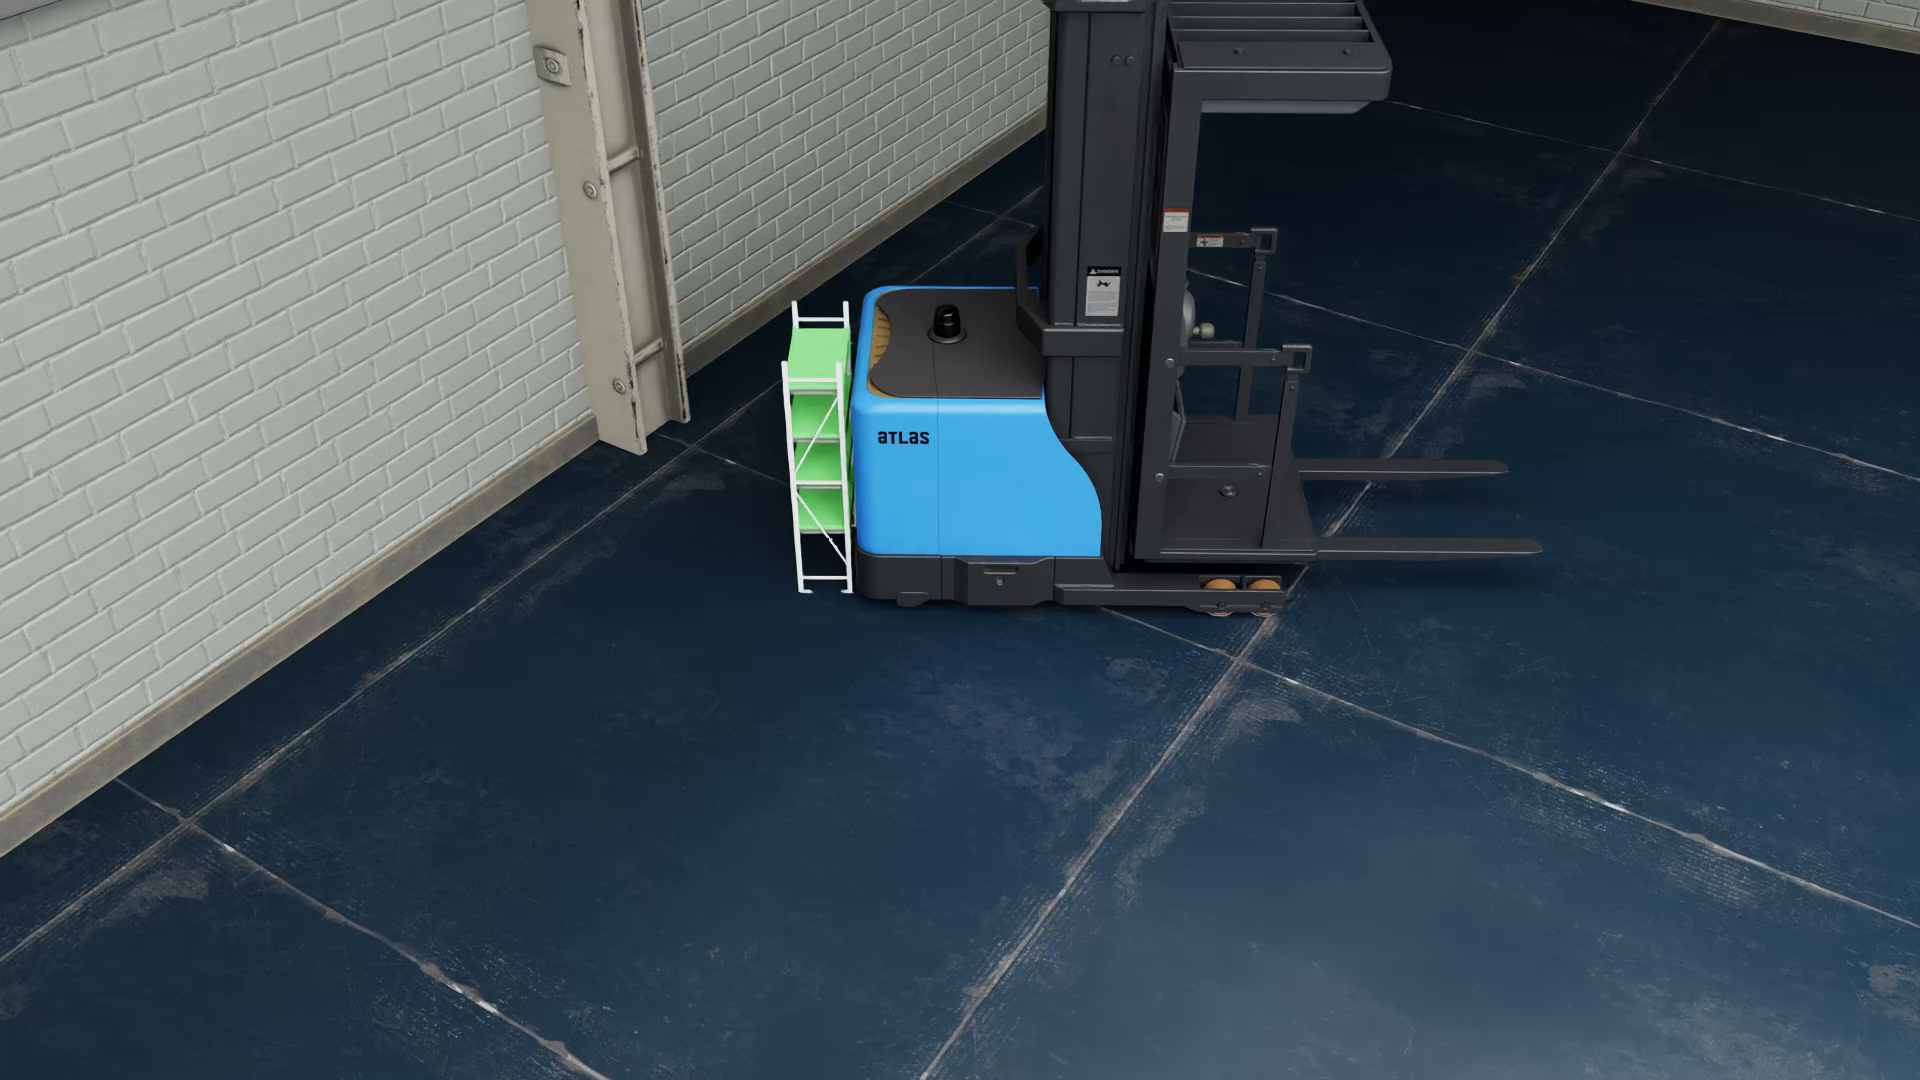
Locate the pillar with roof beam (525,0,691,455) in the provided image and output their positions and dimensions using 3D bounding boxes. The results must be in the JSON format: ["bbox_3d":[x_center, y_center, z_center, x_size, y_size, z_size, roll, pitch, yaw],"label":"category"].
[{"bbox_3d":[2.018,-2.729,3.919,9.100,9.000,0.400,21,42,25],"label":"pillar with roof beam"}]

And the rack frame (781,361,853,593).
[{"bbox_3d":[-0.600,-0.242,7.082,0.240,1.200,0.015,0,38,0],"label":"rack frame"}]

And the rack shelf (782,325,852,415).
[{"bbox_3d":[-0.599,-0.721,7.021,0.258,0.148,0.480,0,38,0],"label":"rack shelf"}]

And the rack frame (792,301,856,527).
[{"bbox_3d":[-0.598,-0.540,7.468,0.240,1.200,0.015,0,38,0],"label":"rack frame"}]

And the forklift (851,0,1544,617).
[{"bbox_3d":[1.062,-1.152,6.843,3.031,2.935,1.130,0,38,1],"label":"forklift"}]

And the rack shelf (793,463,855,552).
[{"bbox_3d":[-0.599,-0.151,7.461,0.258,0.148,0.480,0,38,0],"label":"rack shelf"}]

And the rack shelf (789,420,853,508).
[{"bbox_3d":[-0.599,-0.341,7.314,0.258,0.148,0.480,0,38,0],"label":"rack shelf"}]

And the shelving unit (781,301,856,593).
[{"bbox_3d":[-0.599,-0.391,7.275,0.258,1.200,0.503,0,38,0],"label":"shelving unit"}]

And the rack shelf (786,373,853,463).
[{"bbox_3d":[-0.599,-0.531,7.167,0.258,0.148,0.480,0,38,0],"label":"rack shelf"}]
